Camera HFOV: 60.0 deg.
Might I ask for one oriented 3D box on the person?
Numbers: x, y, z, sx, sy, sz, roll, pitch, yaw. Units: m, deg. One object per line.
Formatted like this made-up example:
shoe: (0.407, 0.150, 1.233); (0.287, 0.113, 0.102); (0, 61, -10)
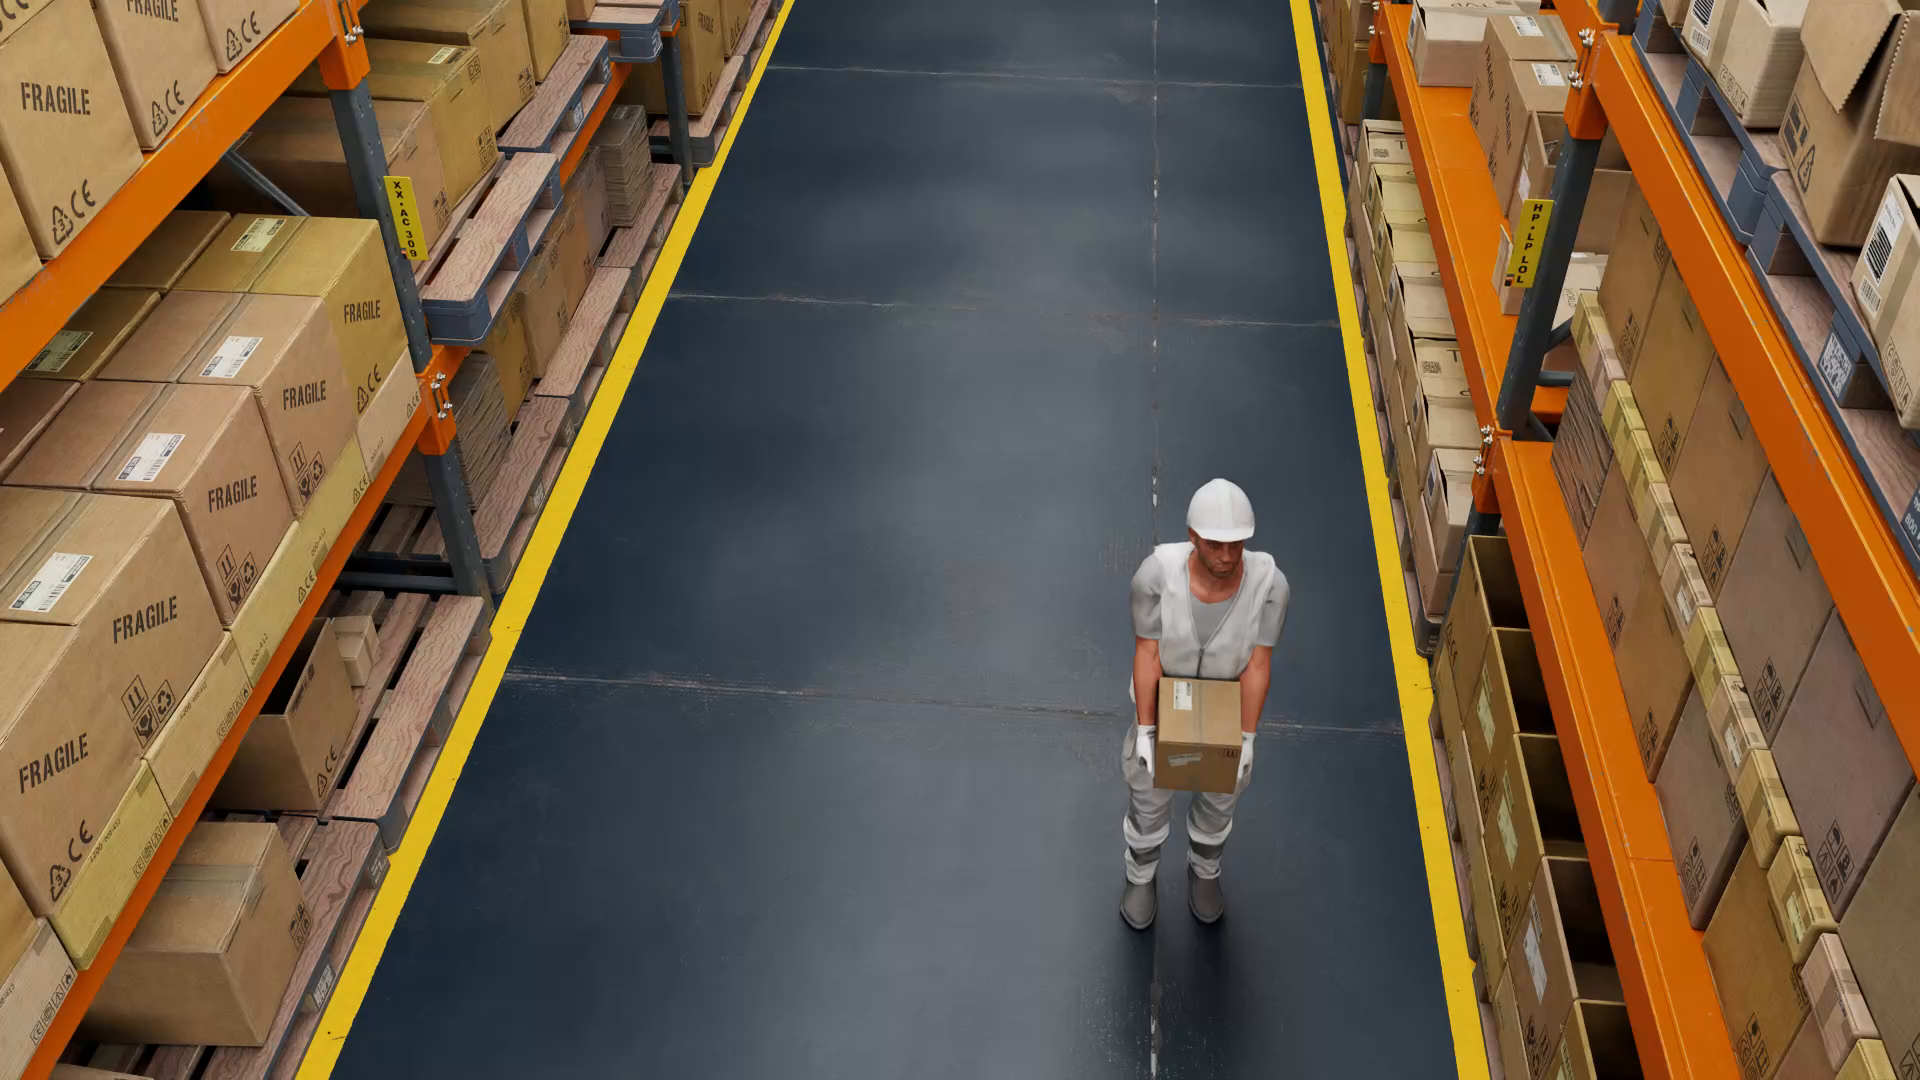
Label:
person: (0.765, 0.620, 5.391); (0.495, 1.786, 0.557); (3, 40, 4)
